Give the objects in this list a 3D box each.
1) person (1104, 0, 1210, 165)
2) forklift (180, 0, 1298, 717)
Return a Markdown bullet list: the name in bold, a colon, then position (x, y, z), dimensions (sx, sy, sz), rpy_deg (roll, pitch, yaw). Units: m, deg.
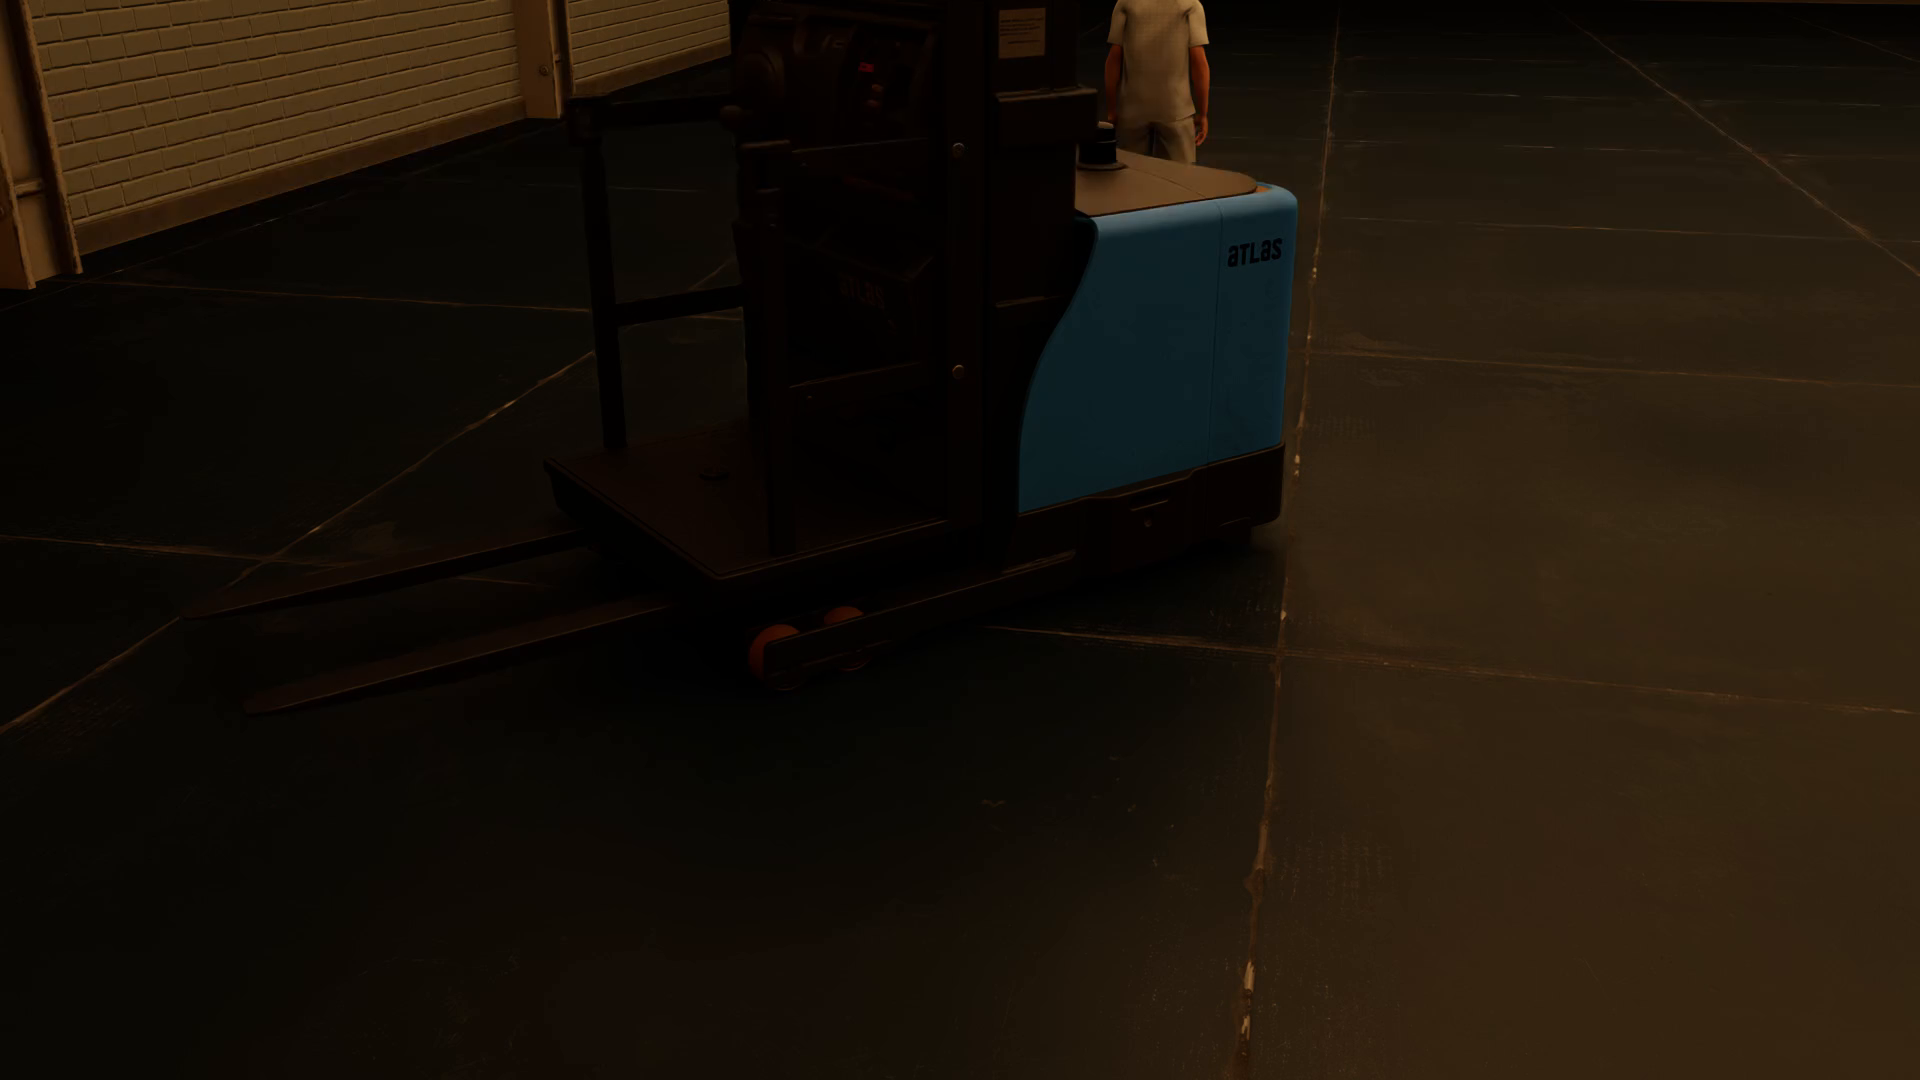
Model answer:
- **person**: position (0.915, -1.963, 7.751), dimensions (0.486, 1.672, 0.364), rpy_deg (6, 23, 15)
- **forklift**: position (-0.507, -1.201, 4.211), dimensions (3.031, 2.935, 1.130), rpy_deg (-15, 26, -32)
